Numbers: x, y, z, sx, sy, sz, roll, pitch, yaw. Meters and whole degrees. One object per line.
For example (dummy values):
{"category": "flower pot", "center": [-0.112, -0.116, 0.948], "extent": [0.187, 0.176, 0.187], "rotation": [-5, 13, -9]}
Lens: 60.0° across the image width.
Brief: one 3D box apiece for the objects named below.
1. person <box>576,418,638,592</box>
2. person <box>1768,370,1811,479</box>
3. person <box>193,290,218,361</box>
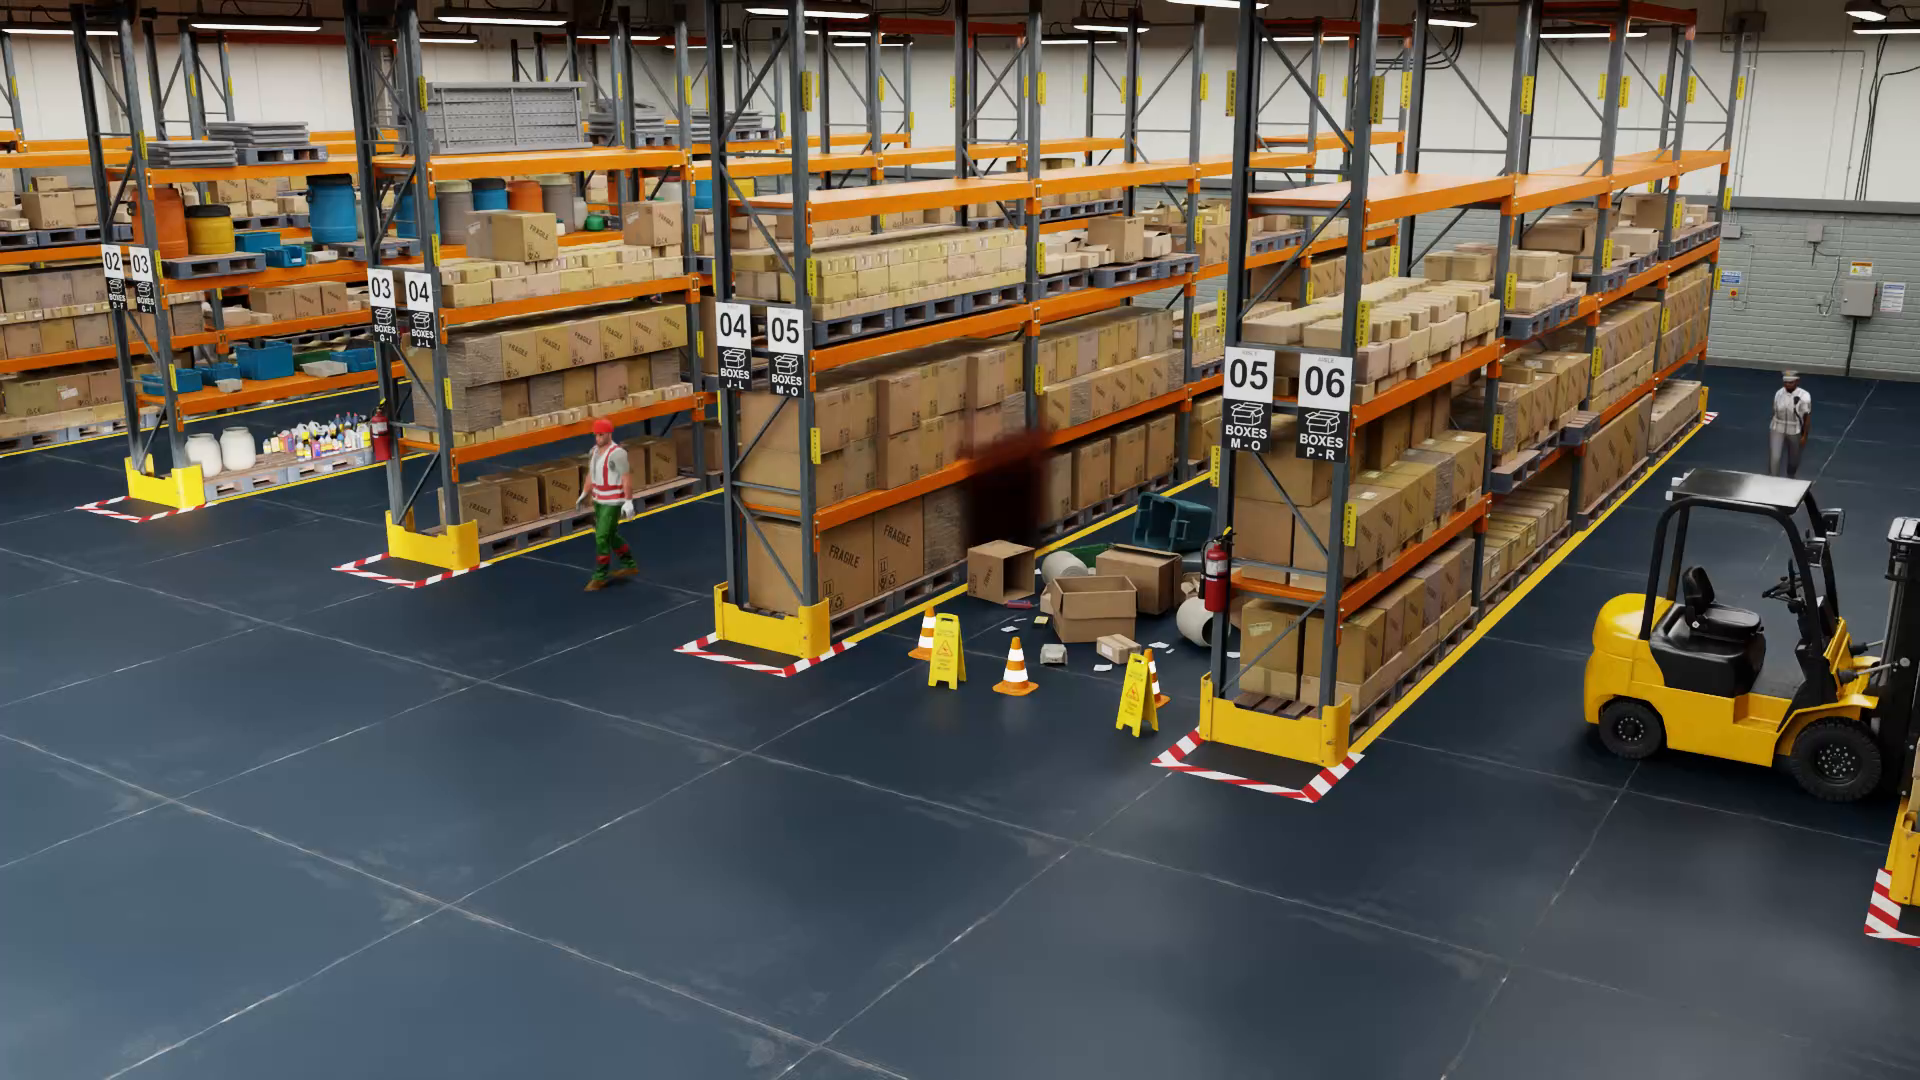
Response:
{"category": "person", "center": [-3.688, -0.373, 17.322], "extent": [0.694, 1.821, 0.597], "rotation": [-12, 19, -36]}
{"category": "person", "center": [10.515, -1.377, 21.088], "extent": [0.456, 1.620, 0.863], "rotation": [9, 18, 28]}
{"category": "person", "center": [-13.173, -3.601, 29.122], "extent": [0.523, 1.653, 0.640], "rotation": [6, 17, 22]}
